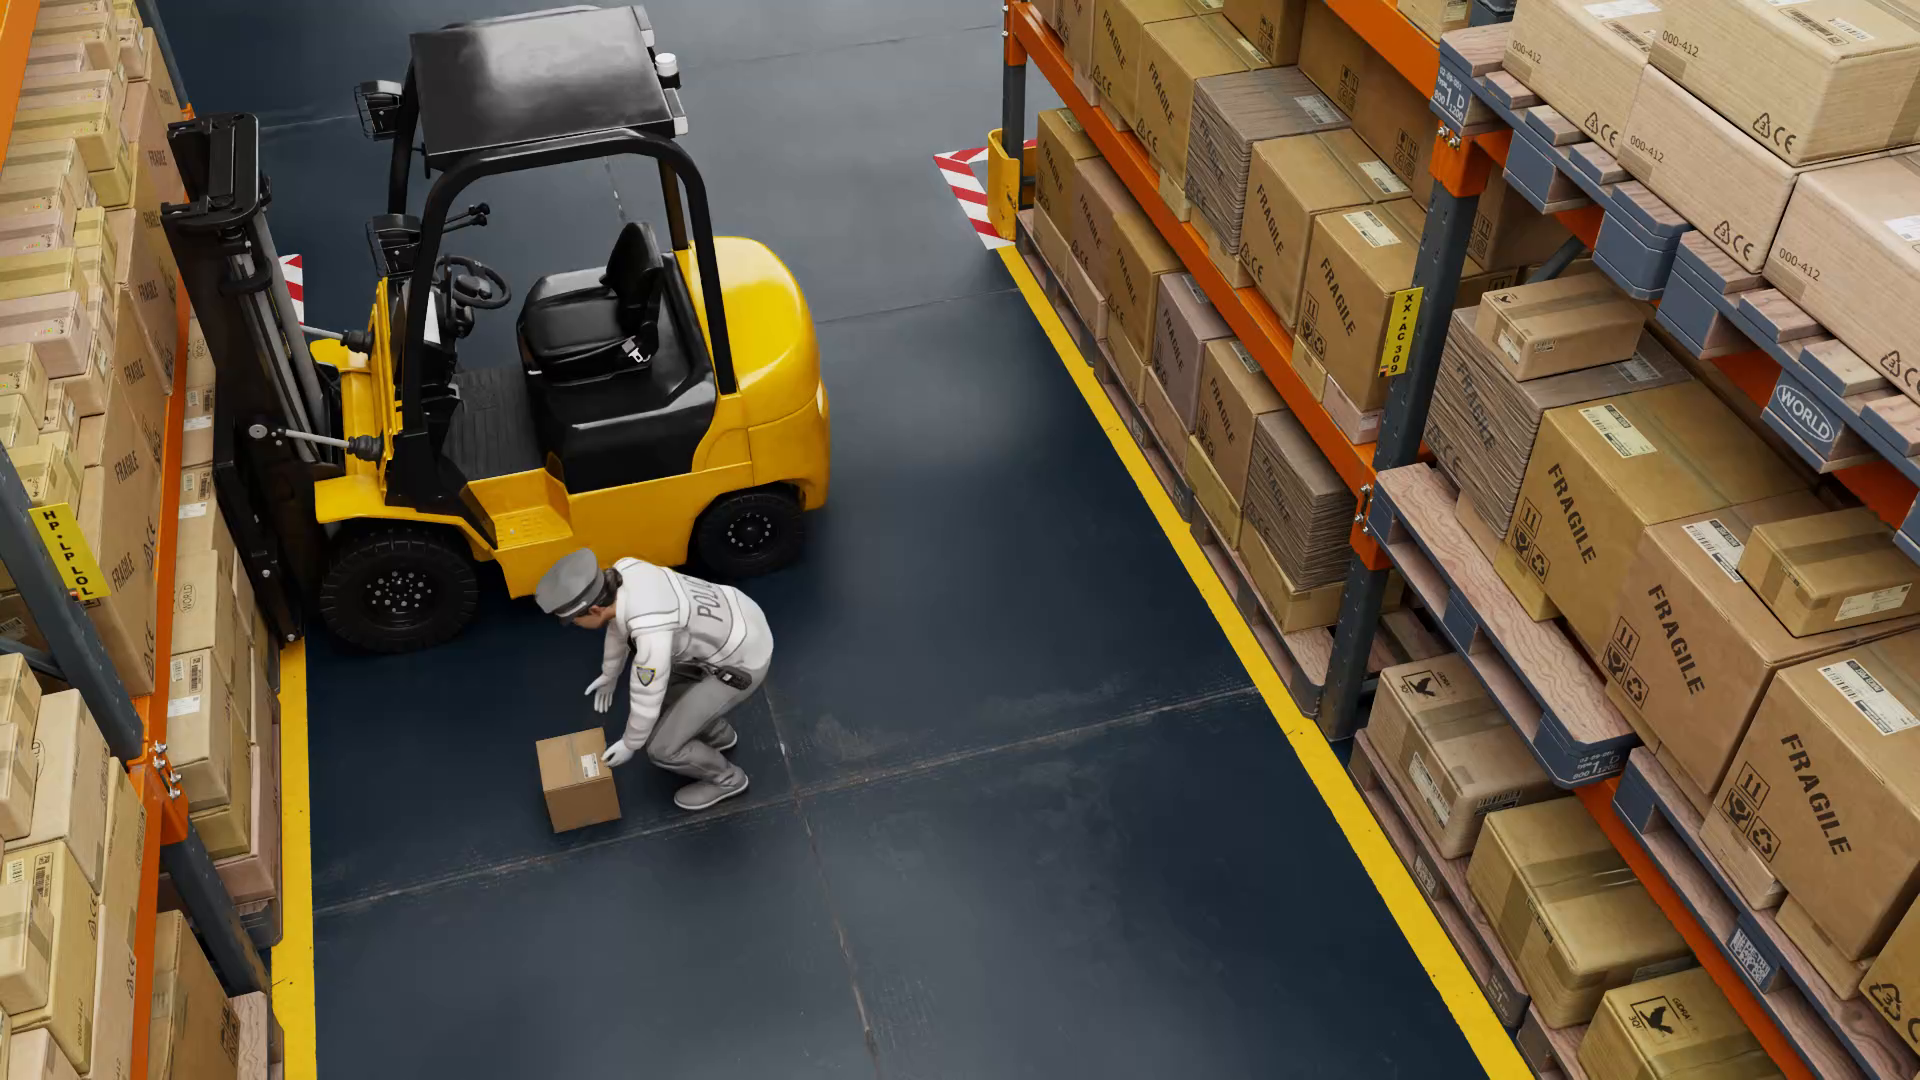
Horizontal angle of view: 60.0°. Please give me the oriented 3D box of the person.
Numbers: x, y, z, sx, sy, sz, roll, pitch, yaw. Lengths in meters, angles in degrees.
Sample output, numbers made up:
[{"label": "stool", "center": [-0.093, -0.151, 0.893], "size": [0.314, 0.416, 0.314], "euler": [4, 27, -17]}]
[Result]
[{"label": "person", "center": [-1.047, 0.484, 5.957], "size": [0.776, 1.231, 0.529], "euler": [-12, 44, -13]}]
